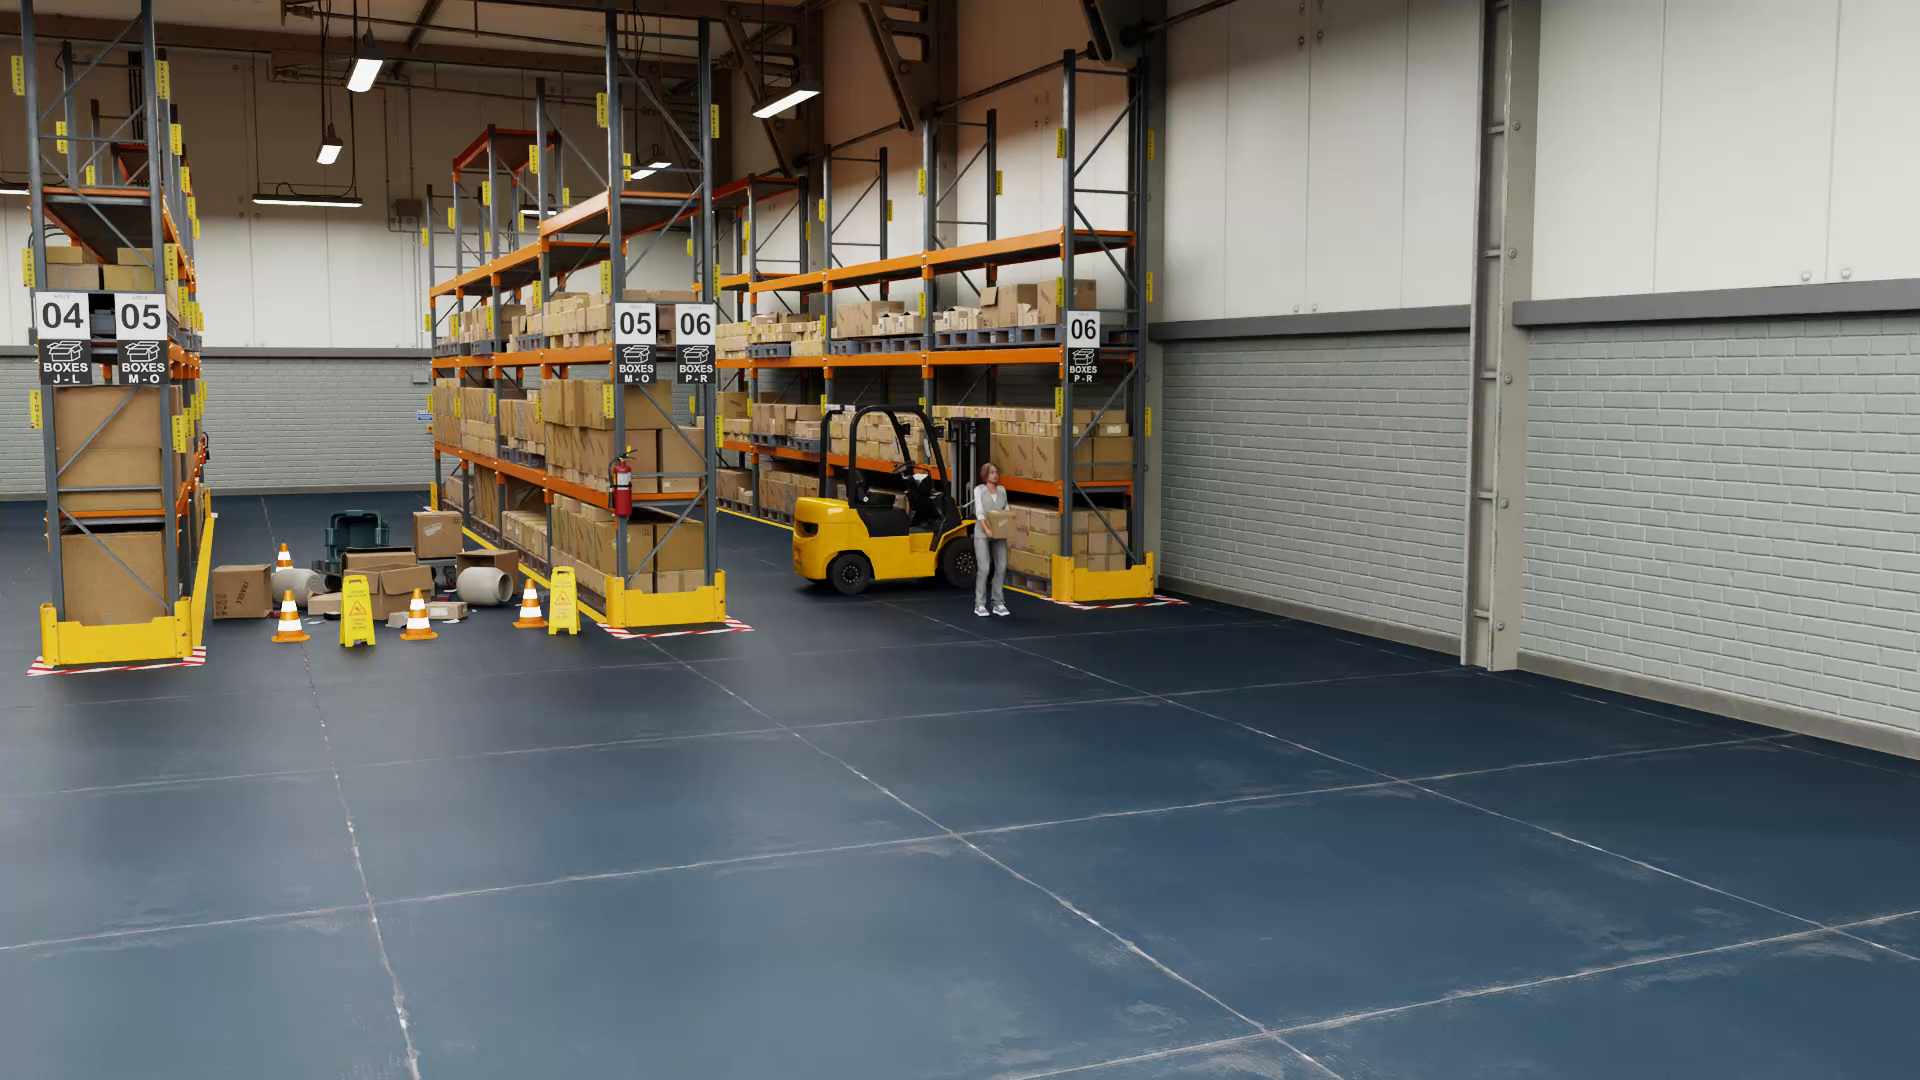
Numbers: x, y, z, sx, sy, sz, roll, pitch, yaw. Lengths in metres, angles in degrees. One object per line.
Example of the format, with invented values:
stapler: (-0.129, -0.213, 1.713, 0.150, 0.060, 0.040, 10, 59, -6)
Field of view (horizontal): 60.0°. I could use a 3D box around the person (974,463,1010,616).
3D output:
person: (0.356, 0.022, 17.293, 0.406, 1.534, 0.492, -2, 6, -23)
